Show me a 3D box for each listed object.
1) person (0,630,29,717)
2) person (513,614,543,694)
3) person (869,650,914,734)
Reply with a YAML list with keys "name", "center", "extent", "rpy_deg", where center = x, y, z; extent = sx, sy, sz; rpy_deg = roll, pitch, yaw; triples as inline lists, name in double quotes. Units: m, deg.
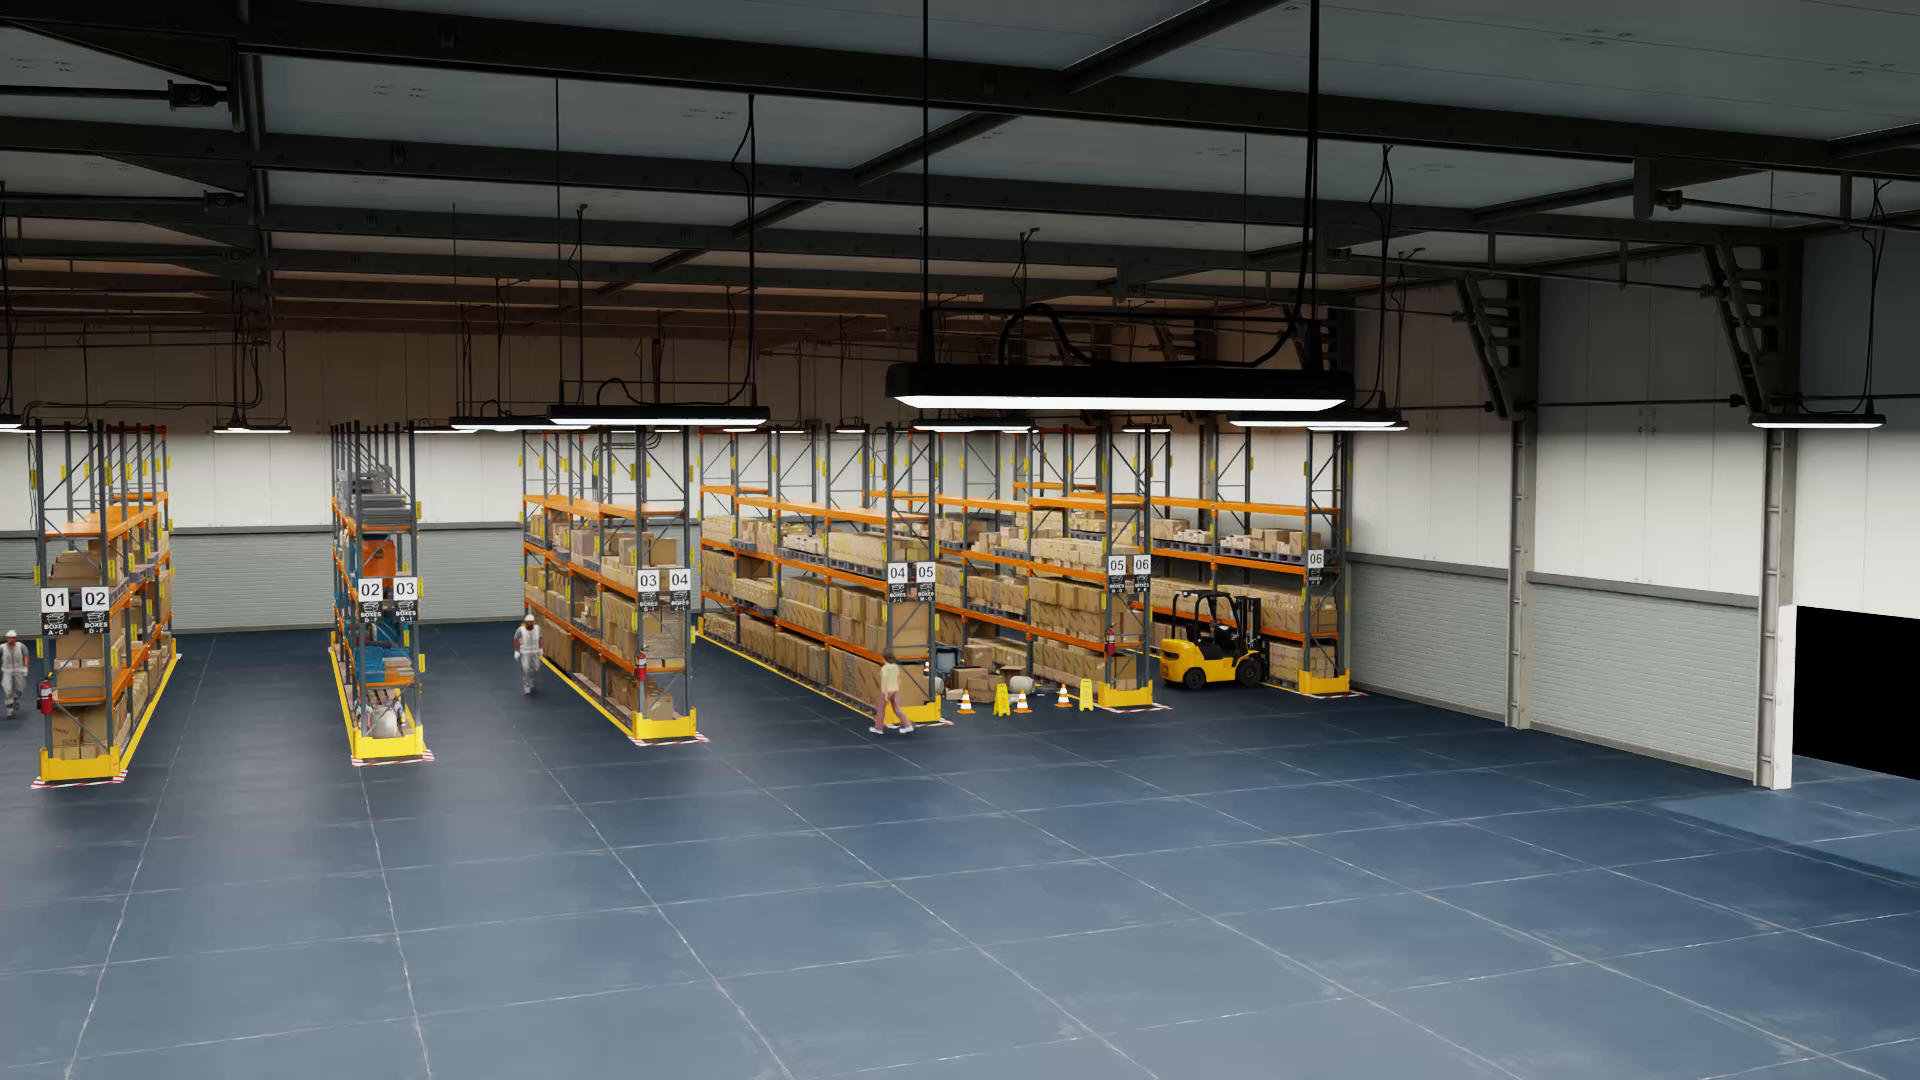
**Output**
- name: "person"
  center: [-19.480, 2.715, 34.141]
  extent: [0.622, 1.763, 0.703]
  rpy_deg: [-3, 4, -36]
- name: "person"
  center: [-9.672, 2.526, 37.217]
  extent: [0.642, 1.761, 0.705]
  rpy_deg: [-2, 4, -32]
- name: "person"
  center: [-1.311, 2.922, 31.824]
  extent: [0.998, 1.627, 0.471]
  rpy_deg: [3, 5, 39]
